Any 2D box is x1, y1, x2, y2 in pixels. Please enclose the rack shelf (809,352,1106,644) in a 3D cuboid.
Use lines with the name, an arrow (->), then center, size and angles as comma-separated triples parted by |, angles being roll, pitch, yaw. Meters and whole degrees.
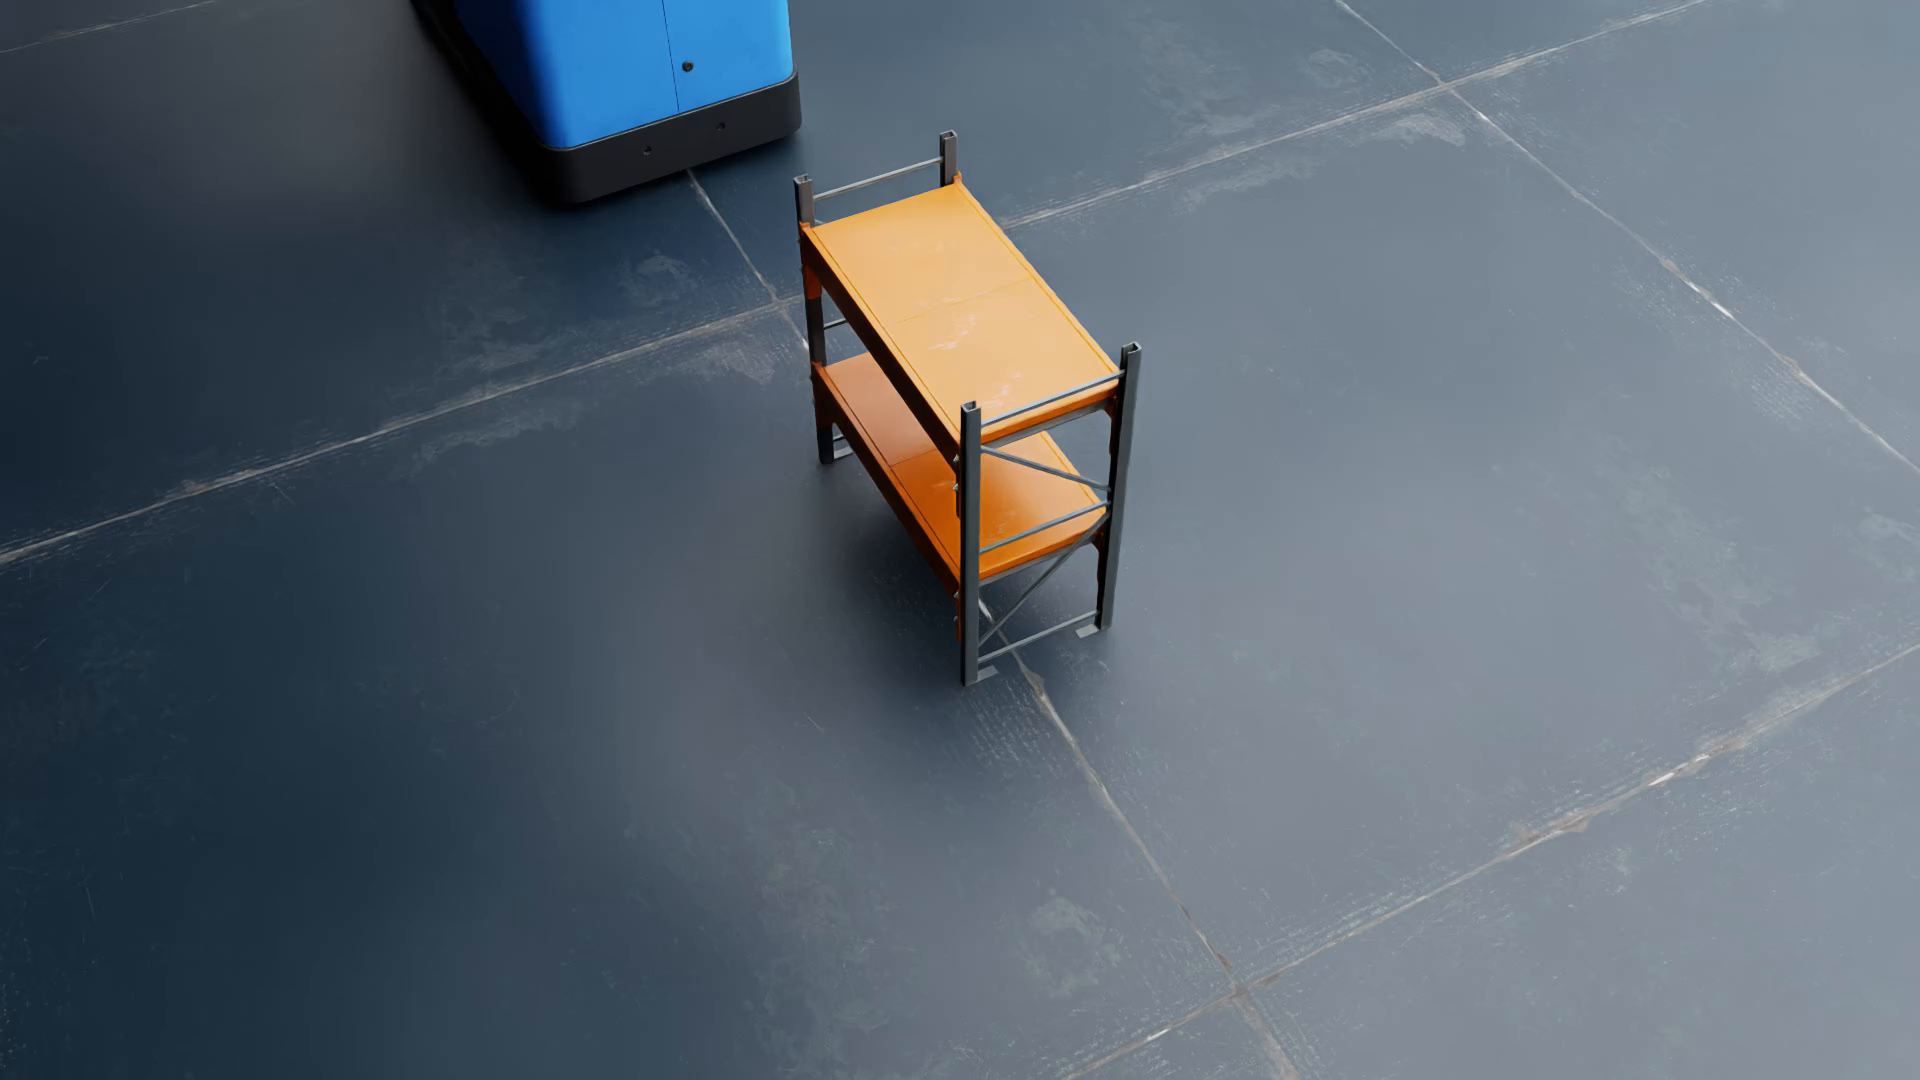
rack shelf -> -0.003, -0.214, 5.015 | 0.538, 0.278, 1.000 | -21, 52, -18

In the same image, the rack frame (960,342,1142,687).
rack frame -> 0.230, -0.035, 4.533 | 0.500, 1.125, 0.032 | -21, 52, -18

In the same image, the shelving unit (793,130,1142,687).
shelving unit -> -0.003, -0.375, 4.831 | 0.538, 1.125, 1.048 | -21, 52, -18

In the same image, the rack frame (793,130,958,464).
rack frame -> -0.236, -0.715, 5.128 | 0.500, 1.125, 0.032 | -21, 52, -18

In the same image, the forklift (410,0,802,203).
forklift -> -1.794, -3.341, 6.225 | 1.130, 2.935, 3.031 | -23, 53, -19

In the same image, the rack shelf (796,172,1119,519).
rack shelf -> -0.003, -0.568, 4.610 | 0.538, 0.278, 1.000 | -21, 52, -18
